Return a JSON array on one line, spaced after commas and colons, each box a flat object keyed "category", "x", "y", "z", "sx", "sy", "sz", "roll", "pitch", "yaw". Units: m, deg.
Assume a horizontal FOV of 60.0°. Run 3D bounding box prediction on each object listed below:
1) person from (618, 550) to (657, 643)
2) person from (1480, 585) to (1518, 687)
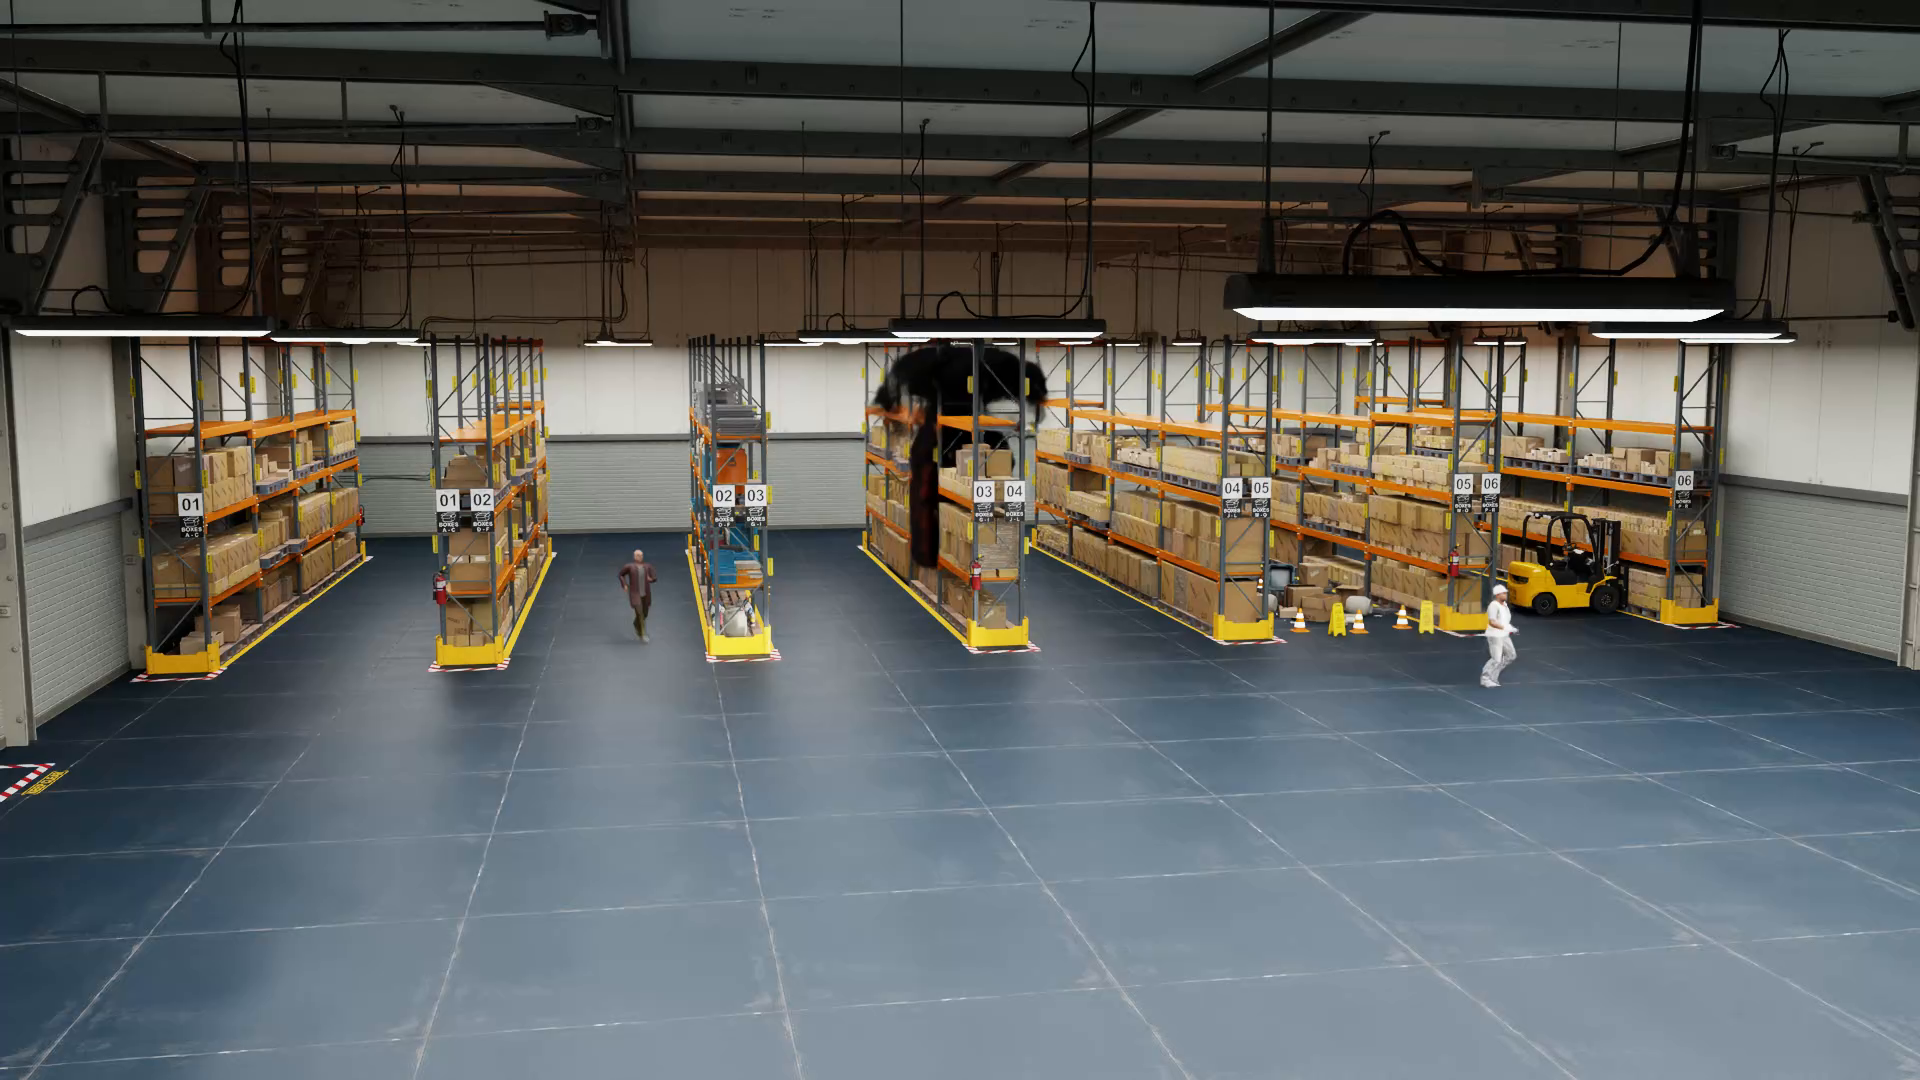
[{"category": "person", "x": -6.294, "y": 1.074, "z": 32.669, "sx": 0.703, "sy": 1.760, "sz": 1.066, "roll": -4, "pitch": 8, "yaw": -32}, {"category": "person", "x": 9.159, "y": 1.631, "z": 28.112, "sx": 0.638, "sy": 1.759, "sz": 0.721, "roll": 6, "pitch": 9, "yaw": 41}]
